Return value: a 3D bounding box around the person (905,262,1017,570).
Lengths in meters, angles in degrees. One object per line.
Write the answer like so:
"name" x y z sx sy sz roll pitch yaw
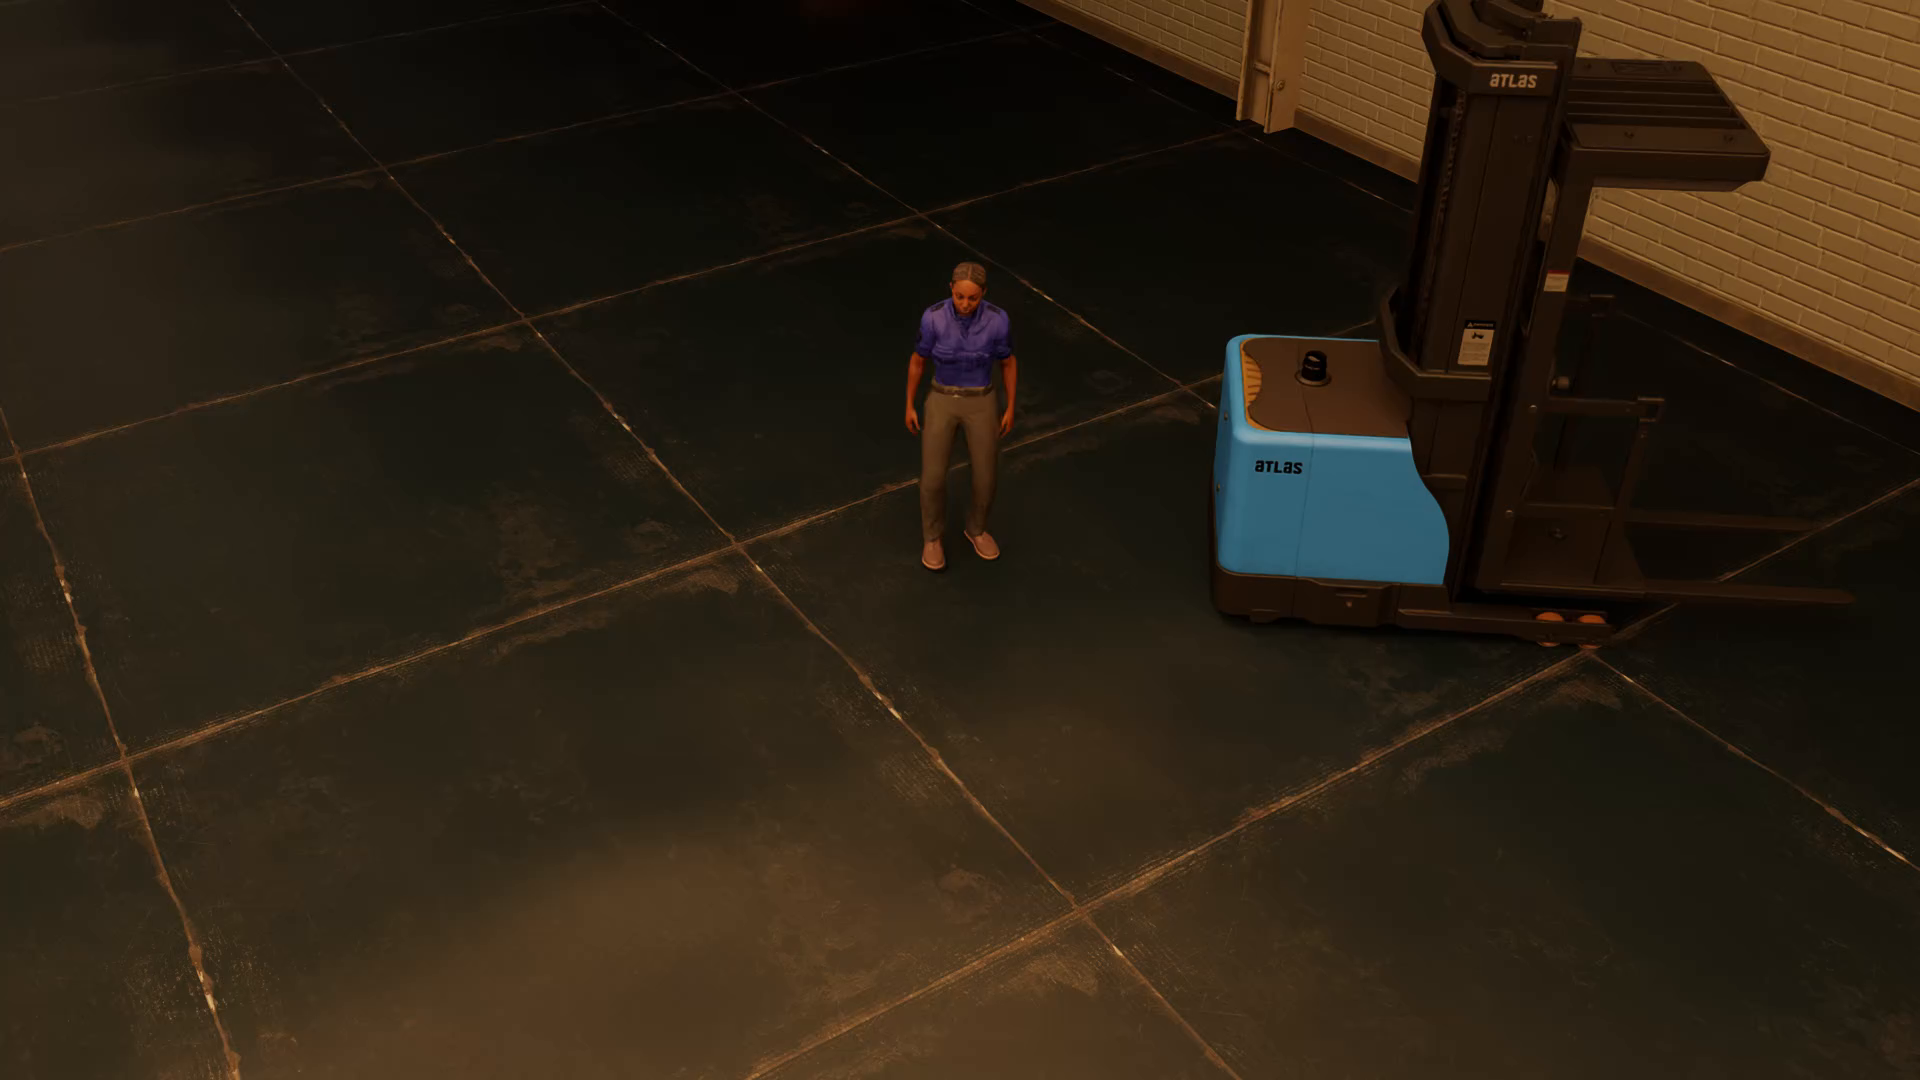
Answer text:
"person" 0.001 -0.617 8.153 0.547 1.639 0.400 2 35 3

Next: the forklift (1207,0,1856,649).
"forklift" 2.780 -0.999 7.570 3.031 2.935 1.130 3 35 5
